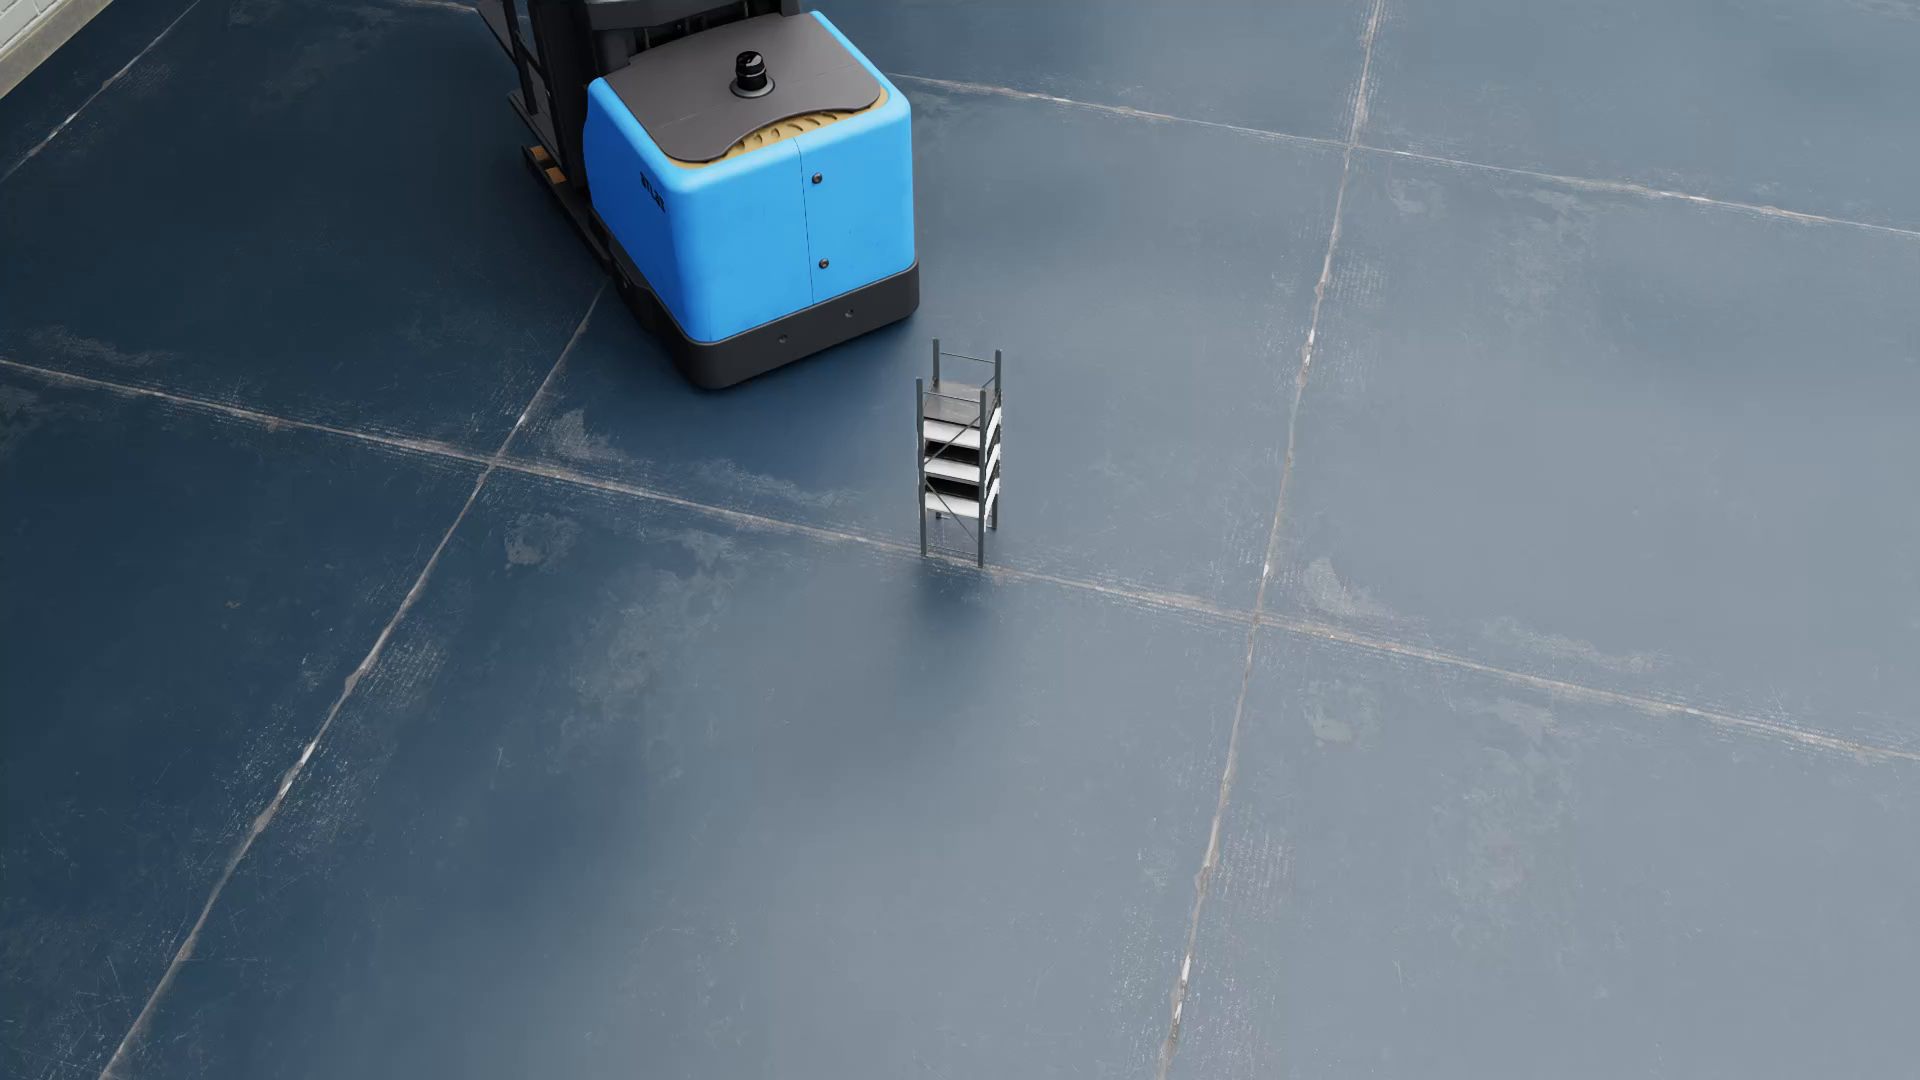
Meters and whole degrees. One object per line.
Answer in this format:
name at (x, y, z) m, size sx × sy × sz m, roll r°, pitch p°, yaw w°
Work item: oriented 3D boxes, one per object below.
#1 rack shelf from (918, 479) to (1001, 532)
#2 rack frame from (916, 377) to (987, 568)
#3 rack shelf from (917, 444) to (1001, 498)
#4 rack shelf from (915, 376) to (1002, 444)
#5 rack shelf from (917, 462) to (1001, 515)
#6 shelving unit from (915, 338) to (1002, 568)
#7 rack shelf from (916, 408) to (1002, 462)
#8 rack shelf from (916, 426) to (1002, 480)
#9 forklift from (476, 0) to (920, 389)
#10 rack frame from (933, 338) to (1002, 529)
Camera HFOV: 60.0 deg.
rack shelf at (-0.002, -0.151, 6.067) m, size 0.258 × 0.077 × 0.200 m, roll 12°, pitch 50°, yaw 10°
rack frame at (-0.029, -0.218, 5.843) m, size 0.240 × 0.900 × 0.006 m, roll 12°, pitch 50°, yaw 10°
rack shelf at (-0.002, -0.270, 5.932) m, size 0.258 × 0.077 × 0.200 m, roll 12°, pitch 50°, yaw 10°
rack shelf at (-0.002, -0.449, 5.730) m, size 0.258 × 0.077 × 0.200 m, roll 12°, pitch 50°, yaw 10°
rack shelf at (-0.002, -0.210, 6.000) m, size 0.258 × 0.077 × 0.200 m, roll 12°, pitch 50°, yaw 10°
shelving unit at (-0.002, -0.292, 5.907) m, size 0.258 × 0.900 × 0.210 m, roll 12°, pitch 50°, yaw 10°
rack shelf at (-0.002, -0.389, 5.797) m, size 0.258 × 0.077 × 0.200 m, roll 12°, pitch 50°, yaw 10°
rack shelf at (-0.002, -0.329, 5.865) m, size 0.258 × 0.077 × 0.200 m, roll 12°, pitch 50°, yaw 10°
forklift at (-1.358, -2.673, 6.655) m, size 1.130 × 2.935 × 3.031 m, roll -24°, pitch 53°, yaw -20°
rack frame at (0.025, -0.365, 5.972) m, size 0.240 × 0.900 × 0.006 m, roll 12°, pitch 50°, yaw 10°
